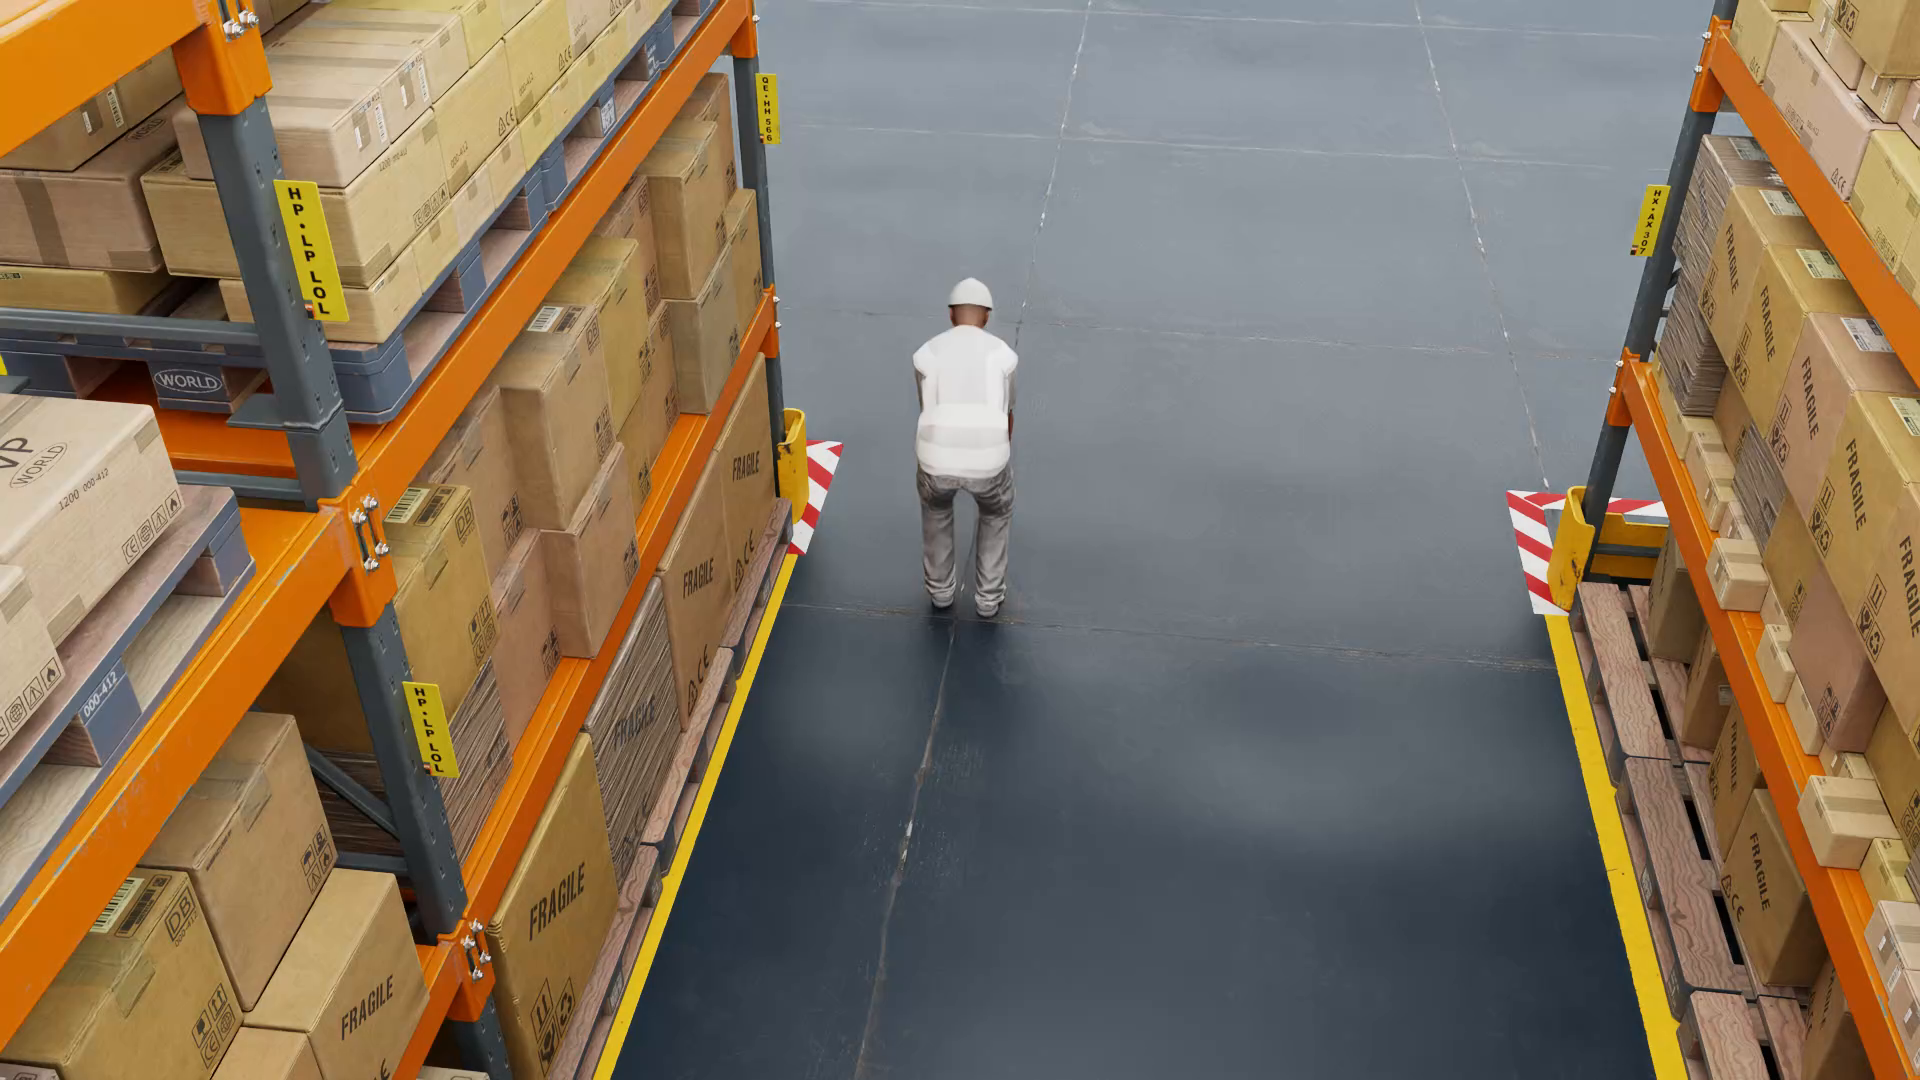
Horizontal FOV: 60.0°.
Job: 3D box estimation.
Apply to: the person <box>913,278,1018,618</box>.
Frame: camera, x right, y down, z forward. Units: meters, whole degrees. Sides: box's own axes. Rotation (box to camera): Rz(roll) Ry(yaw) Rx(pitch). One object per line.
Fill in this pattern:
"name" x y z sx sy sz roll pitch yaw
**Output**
"person" 0.026 -0.417 7.856 0.494 1.484 0.854 3 36 5
